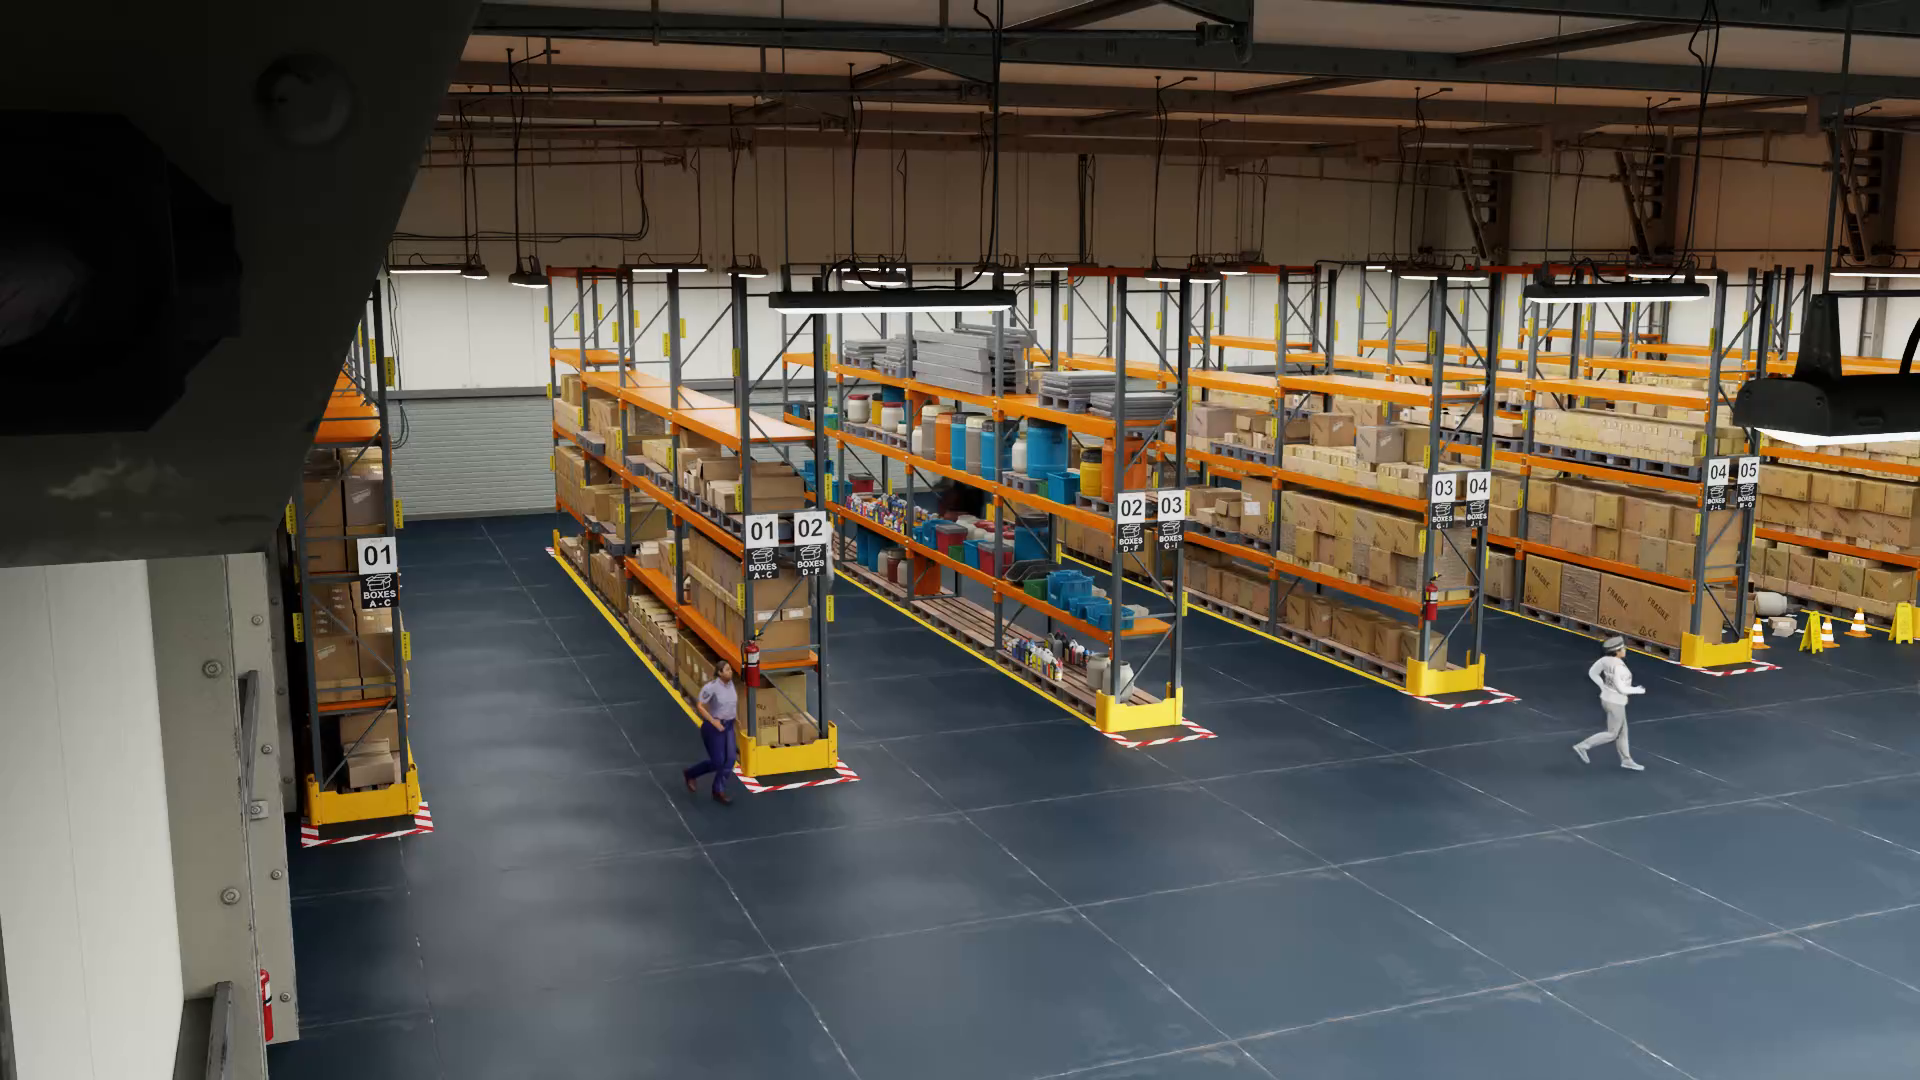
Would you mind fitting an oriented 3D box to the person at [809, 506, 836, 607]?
[{"bbox_3d":[-2.335,0.336,28.112,0.677,1.857,0.679,-5,11,-28],"label":"person"}]

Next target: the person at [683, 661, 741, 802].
[{"bbox_3d":[-2.837,2.207,19.473,0.626,1.598,0.645,6,12,31],"label":"person"}]

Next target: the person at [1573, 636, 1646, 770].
[{"bbox_3d":[7.957,1.999,20.298,0.901,1.692,0.616,0,10,1],"label":"person"}]
